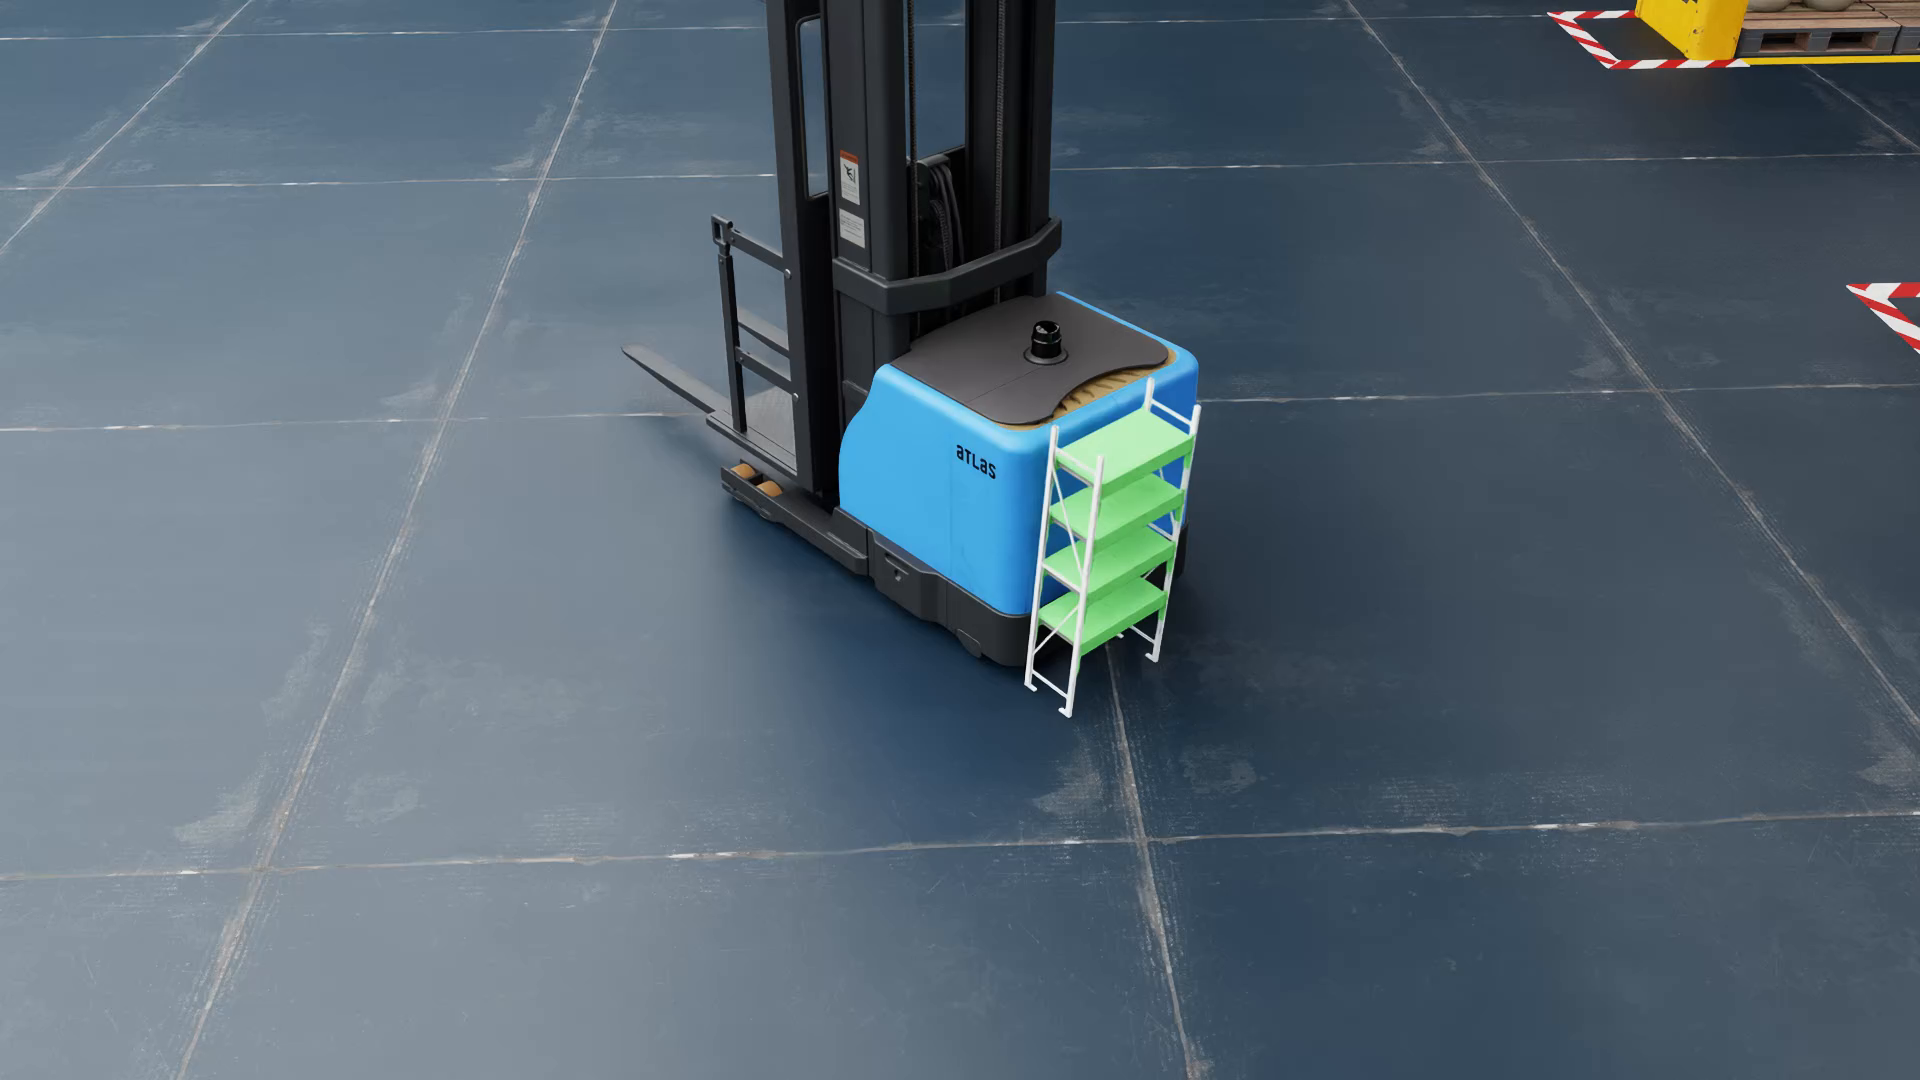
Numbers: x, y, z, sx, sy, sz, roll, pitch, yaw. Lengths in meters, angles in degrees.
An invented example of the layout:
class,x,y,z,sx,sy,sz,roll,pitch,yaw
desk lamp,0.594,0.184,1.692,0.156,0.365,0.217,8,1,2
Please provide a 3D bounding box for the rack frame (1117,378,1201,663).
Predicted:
class,x,y,z,sx,sy,sz,roll,pitch,yaw
rack frame,0.726,-0.049,6.250,0.015,1.200,0.240,-28,48,-34

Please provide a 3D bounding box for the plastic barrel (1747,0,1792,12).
class,x,y,z,sx,sy,sz,roll,pitch,yaw
plastic barrel,6.187,-4.333,12.692,0.421,0.512,0.421,0,35,0

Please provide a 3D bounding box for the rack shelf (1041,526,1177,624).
class,x,y,z,sx,sy,sz,roll,pitch,yaw
rack shelf,0.543,0.095,6.153,0.480,0.148,0.258,-28,48,-34

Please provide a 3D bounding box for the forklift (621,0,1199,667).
class,x,y,z,sx,sy,sz,roll,pitch,yaw
forklift,-0.422,-1.471,6.800,1.130,2.935,3.031,-27,43,-33

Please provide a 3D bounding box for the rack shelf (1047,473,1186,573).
class,x,y,z,sx,sy,sz,roll,pitch,yaw
rack shelf,0.556,-0.094,6.006,0.480,0.148,0.258,-28,48,-34

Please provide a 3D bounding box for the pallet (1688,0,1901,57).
class,x,y,z,sx,sy,sz,roll,pitch,yaw
pallet,6.419,-4.023,12.877,1.213,0.211,1.003,-2,35,-2

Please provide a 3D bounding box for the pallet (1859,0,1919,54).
class,x,y,z,sx,sy,sz,roll,pitch,yaw
pallet,7.634,-4.054,12.922,1.213,0.211,1.003,-2,35,-2

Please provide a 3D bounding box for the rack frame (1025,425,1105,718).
class,x,y,z,sx,sy,sz,roll,pitch,yaw
rack frame,0.367,0.139,5.978,0.015,1.200,0.240,-28,48,-34

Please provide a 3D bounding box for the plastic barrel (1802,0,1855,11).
class,x,y,z,sx,sy,sz,roll,pitch,yaw
plastic barrel,6.688,-4.346,12.711,0.421,0.512,0.421,0,35,0

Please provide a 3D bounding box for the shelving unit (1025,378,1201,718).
class,x,y,z,sx,sy,sz,roll,pitch,yaw
shelving unit,0.547,0.045,6.114,0.503,1.200,0.258,-28,48,-34

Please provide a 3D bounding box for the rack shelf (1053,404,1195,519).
class,x,y,z,sx,sy,sz,roll,pitch,yaw
rack shelf,0.569,-0.282,5.858,0.480,0.148,0.258,-28,48,-34

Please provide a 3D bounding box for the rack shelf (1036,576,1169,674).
class,x,y,z,sx,sy,sz,roll,pitch,yaw
rack shelf,0.531,0.284,6.301,0.480,0.148,0.258,-28,48,-34

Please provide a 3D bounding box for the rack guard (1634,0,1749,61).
class,x,y,z,sx,sy,sz,roll,pitch,yaw
rack guard,5.607,-4.123,12.768,0.348,0.500,1.175,-2,35,-2
